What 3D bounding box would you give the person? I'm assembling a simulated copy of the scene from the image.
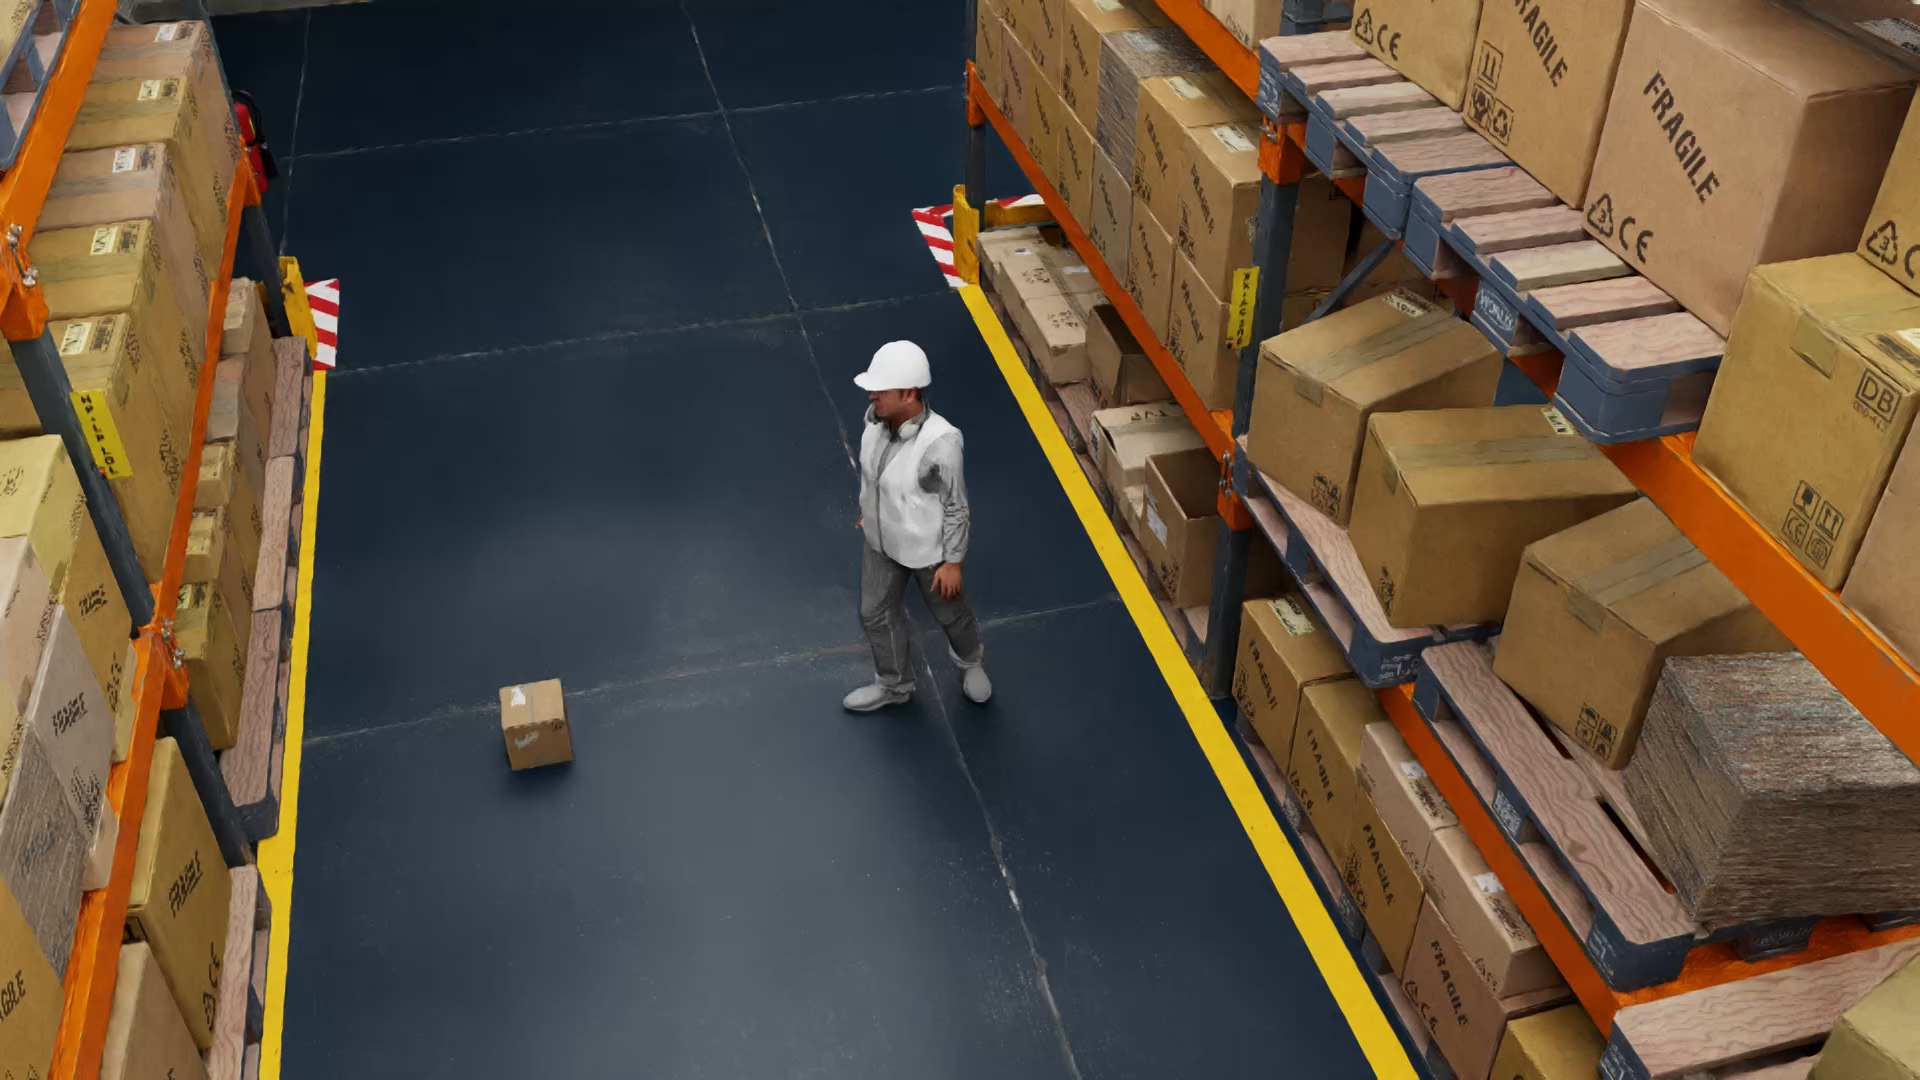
[{"bbox_3d":[-0.191,-0.040,6.749,0.629,1.766,0.606,30,47,32],"label":"person"}]
